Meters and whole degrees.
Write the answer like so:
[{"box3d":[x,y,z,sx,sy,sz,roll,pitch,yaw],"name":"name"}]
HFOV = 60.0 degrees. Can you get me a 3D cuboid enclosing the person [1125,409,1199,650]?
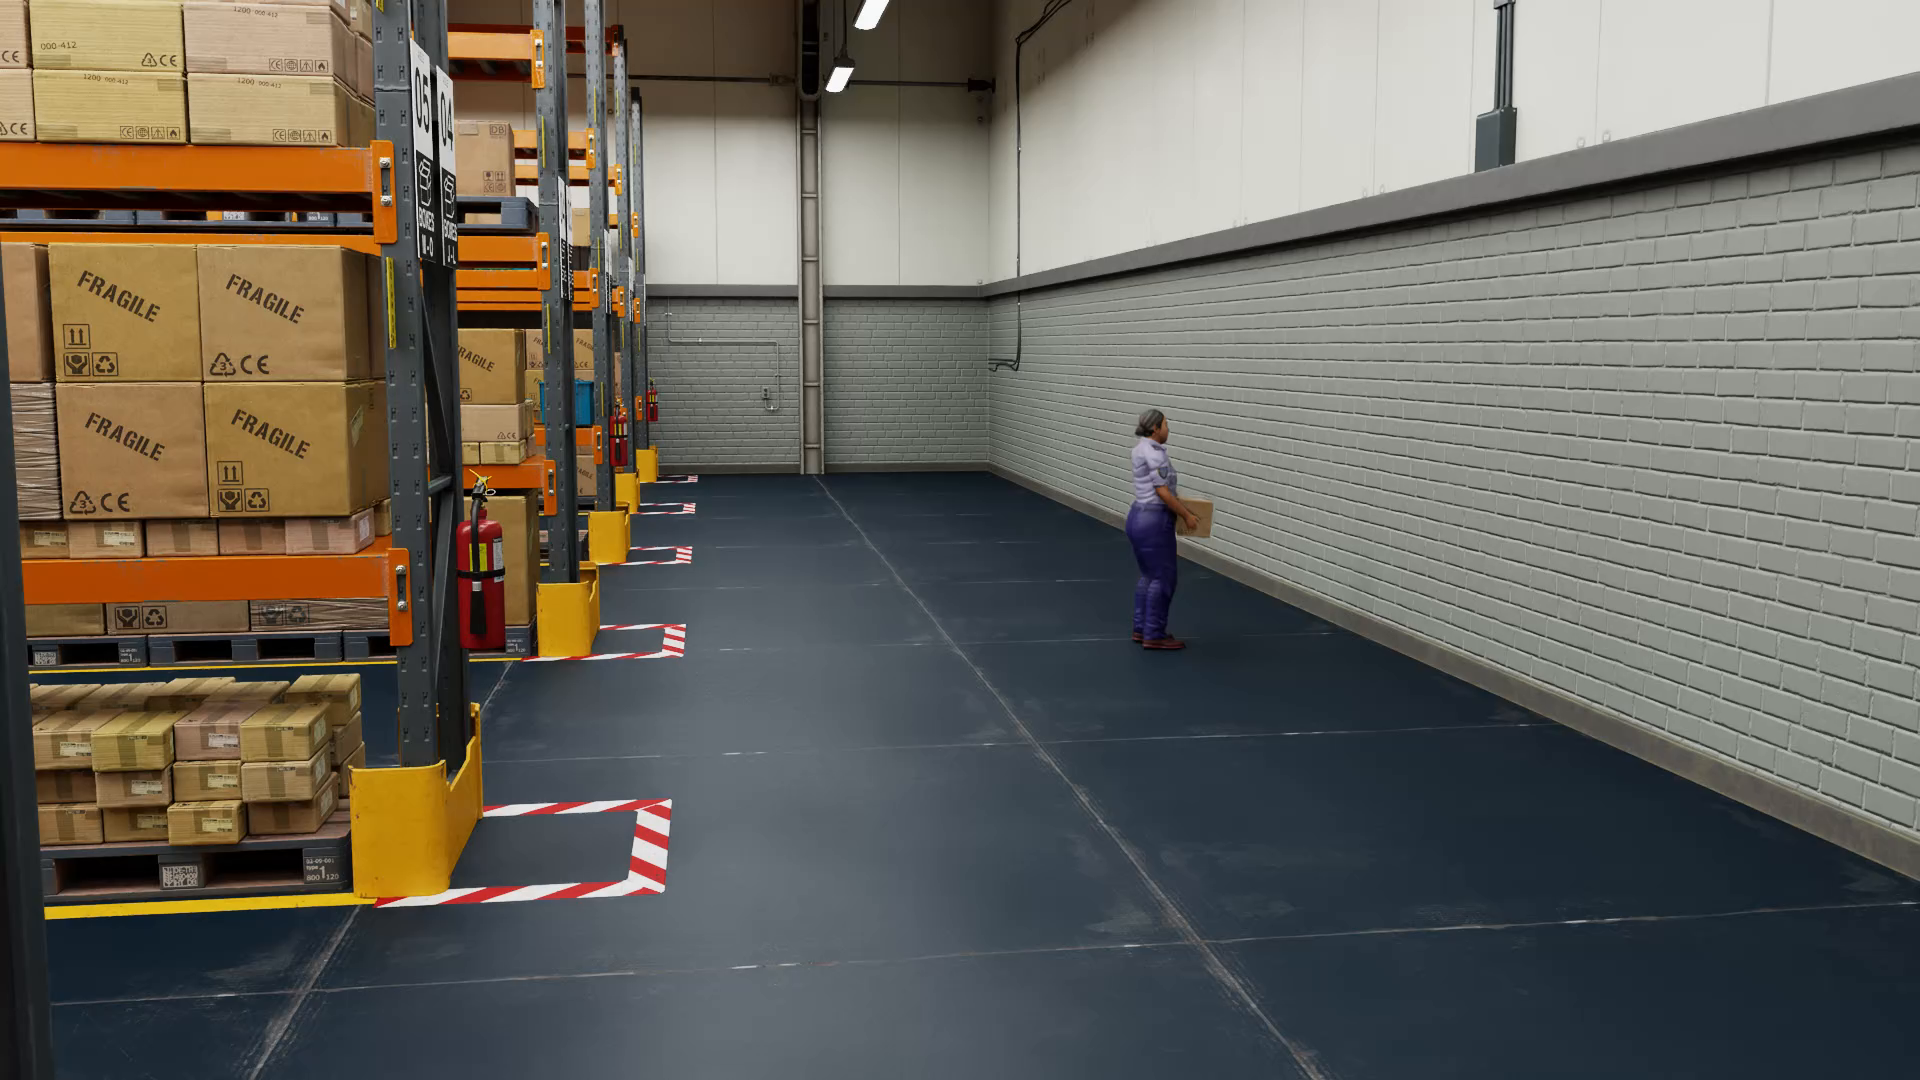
[{"box3d":[1.407,-0.078,11.601,0.476,1.639,0.487,-1,7,-9],"name":"person"}]
